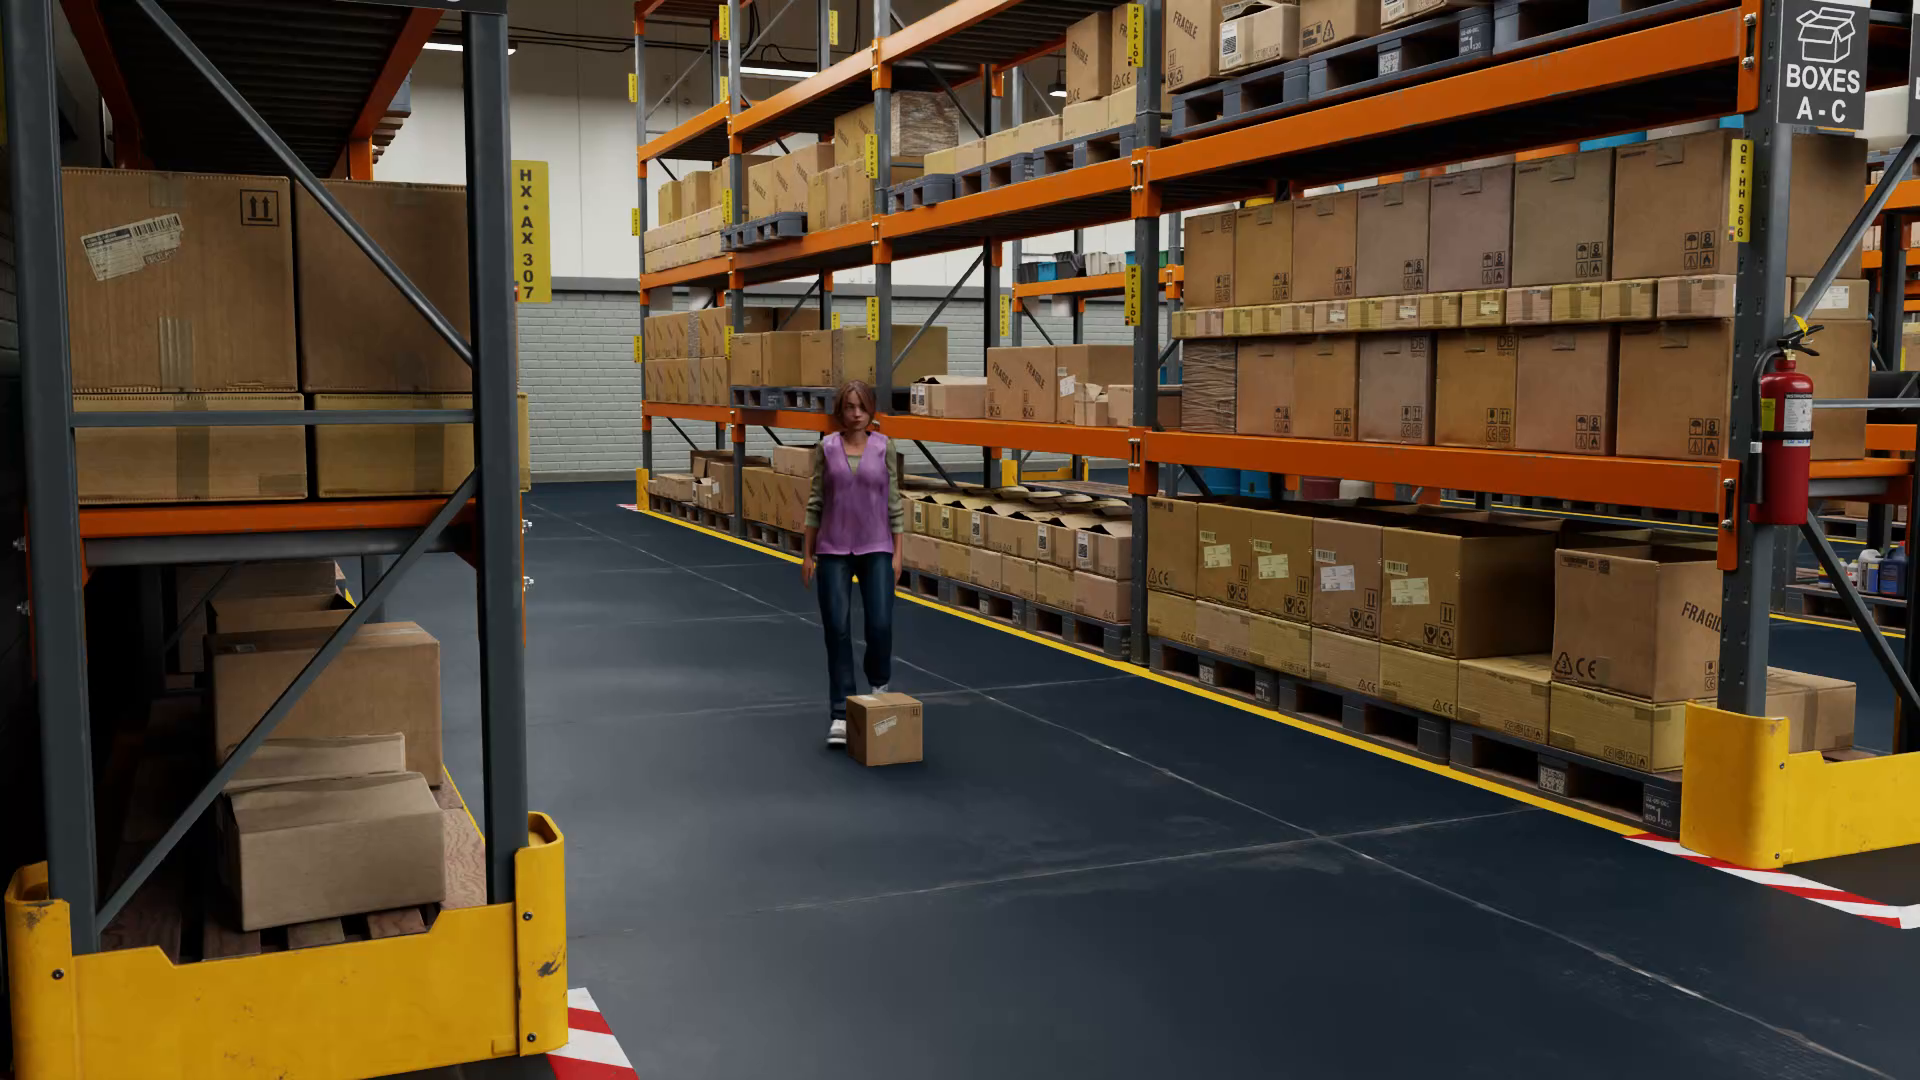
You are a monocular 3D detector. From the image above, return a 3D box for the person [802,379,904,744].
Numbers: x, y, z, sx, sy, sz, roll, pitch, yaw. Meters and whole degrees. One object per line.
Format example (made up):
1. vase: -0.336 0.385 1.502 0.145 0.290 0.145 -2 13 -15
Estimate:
1. person: -0.477 0.085 7.358 0.456 1.586 0.520 0 6 1
